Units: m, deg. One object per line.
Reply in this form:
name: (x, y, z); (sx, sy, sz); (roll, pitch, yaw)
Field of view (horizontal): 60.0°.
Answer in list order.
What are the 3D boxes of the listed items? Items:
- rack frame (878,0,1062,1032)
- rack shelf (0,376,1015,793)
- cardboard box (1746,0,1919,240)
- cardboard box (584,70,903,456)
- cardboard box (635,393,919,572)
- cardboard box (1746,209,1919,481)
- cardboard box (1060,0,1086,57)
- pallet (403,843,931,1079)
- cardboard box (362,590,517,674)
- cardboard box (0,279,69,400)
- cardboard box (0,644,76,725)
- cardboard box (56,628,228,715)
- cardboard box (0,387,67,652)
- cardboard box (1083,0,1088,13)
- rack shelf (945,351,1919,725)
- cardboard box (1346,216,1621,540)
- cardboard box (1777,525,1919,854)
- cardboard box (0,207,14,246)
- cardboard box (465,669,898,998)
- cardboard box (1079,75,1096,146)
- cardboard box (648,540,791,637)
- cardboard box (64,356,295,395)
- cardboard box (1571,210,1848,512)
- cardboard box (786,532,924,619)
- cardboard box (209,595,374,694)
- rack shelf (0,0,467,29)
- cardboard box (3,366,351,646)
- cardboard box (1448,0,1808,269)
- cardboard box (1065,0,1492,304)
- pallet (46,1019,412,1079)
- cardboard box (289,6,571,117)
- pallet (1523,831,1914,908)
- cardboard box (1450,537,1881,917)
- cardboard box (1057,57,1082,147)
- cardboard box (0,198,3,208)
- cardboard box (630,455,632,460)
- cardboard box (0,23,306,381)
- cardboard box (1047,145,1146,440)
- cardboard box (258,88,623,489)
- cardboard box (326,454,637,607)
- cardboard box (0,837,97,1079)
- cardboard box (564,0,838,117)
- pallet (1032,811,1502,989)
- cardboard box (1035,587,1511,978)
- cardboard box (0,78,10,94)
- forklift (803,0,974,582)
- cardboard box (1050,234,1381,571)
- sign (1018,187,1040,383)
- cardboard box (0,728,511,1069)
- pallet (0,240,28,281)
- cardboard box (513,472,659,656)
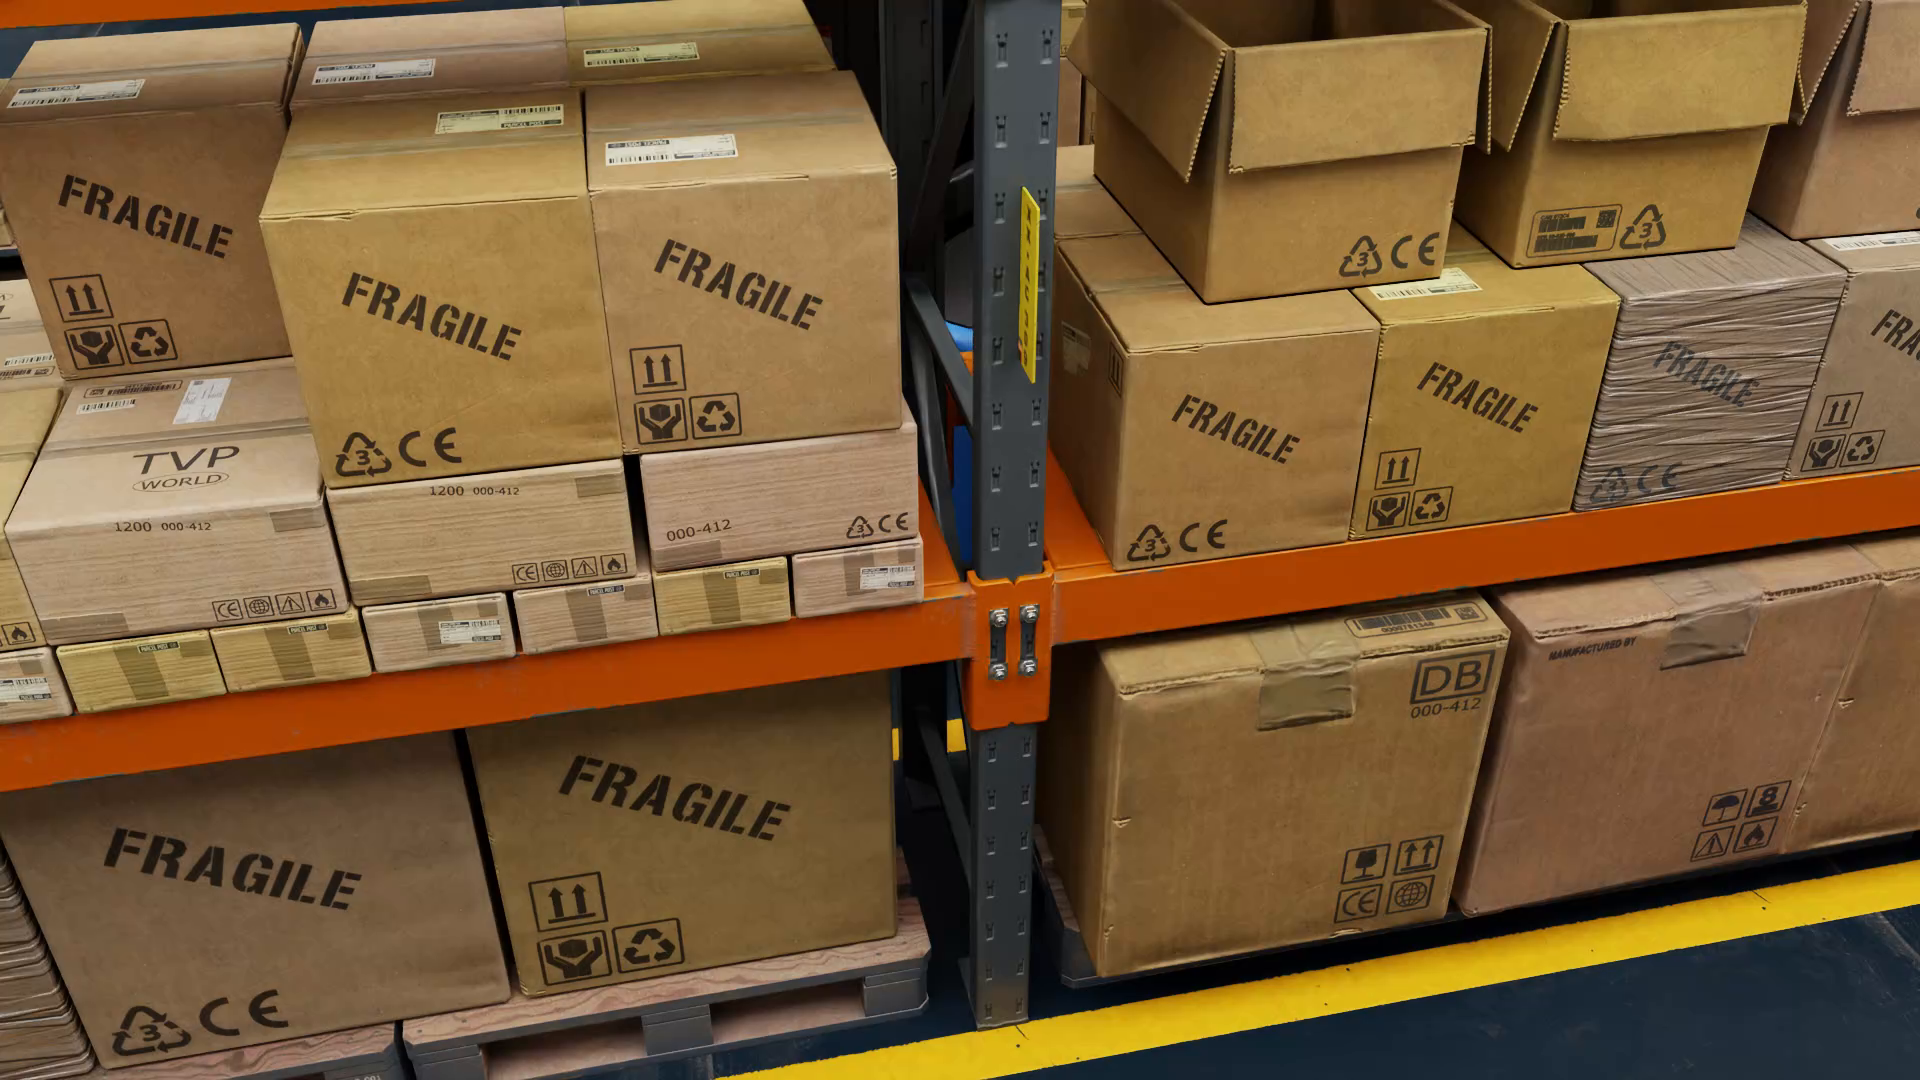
rack frame: (-0.006, -0.344, 3.571); (0.127, 3.000, 1.000); (-7, 35, -11)
rack shelf: (-1.957, 0.201, 3.405); (4.000, 0.370, 1.077); (-7, 35, -11)
cardboard box: (1.890, -1.048, 3.630); (0.637, 0.503, 0.797); (-6, 34, -9)
cardboard box: (-0.395, -0.515, 3.020); (0.500, 0.500, 0.500); (-6, 34, -9)
cardboard box: (-0.379, -0.208, 3.236); (0.500, 0.250, 0.500); (-8, 35, -11)
cardboard box: (1.979, -0.496, 3.708); (0.500, 0.500, 0.500); (-7, 34, -10)
cardboard box: (0.296, -2.514, 7.998); (0.500, 0.250, 0.500); (-6, 34, -9)
pallet: (-0.765, 0.865, 4.272); (1.213, 0.211, 1.003); (-7, 35, -11)
cardboard box: (-0.984, 0.071, 3.178); (0.250, 0.149, 0.380); (-7, 34, -10)
cardboard box: (-1.995, -0.308, 3.385); (0.500, 0.250, 0.500); (-7, 35, -10)
cardboard box: (-1.733, 0.165, 3.038); (0.250, 0.149, 0.380); (-7, 34, -10)
cardboard box: (-1.485, 0.134, 3.084); (0.250, 0.149, 0.380); (-8, 35, -11)
cardboard box: (-1.876, -0.020, 2.956); (0.500, 0.250, 0.500); (-8, 35, -11)
cardboard box: (0.795, -2.574, 8.088); (0.500, 0.250, 0.500); (-6, 34, -9)
rack shelf: (1.945, -0.291, 4.137); (4.000, 0.370, 1.077); (-7, 35, -11)
cardboard box: (0.988, -0.368, 3.517); (0.500, 0.500, 0.500); (-7, 35, -10)
cardboard box: (2.347, 0.051, 4.512); (0.875, 0.875, 1.225); (-7, 35, -10)
cardboard box: (-4.322, -1.441, 7.388); (0.250, 0.149, 0.380); (-7, 34, -10)
cardboard box: (-0.667, 0.402, 3.990); (0.875, 0.875, 0.875); (-7, 35, -11)
cardboard box: (0.801, -2.273, 8.311); (0.500, 0.500, 0.500); (-7, 34, -10)
cardboard box: (-0.483, 0.008, 3.272); (0.250, 0.149, 0.380); (-7, 34, -10)
cardboard box: (-1.512, -0.365, 3.469); (0.500, 0.250, 0.500); (-6, 34, -9)
cardboard box: (1.476, -0.430, 3.609); (0.500, 0.500, 0.500); (-8, 35, -12)
cardboard box: (-0.231, -0.024, 3.319); (0.250, 0.149, 0.380); (-7, 34, -10)
cardboard box: (-1.235, 0.103, 3.131); (0.250, 0.149, 0.380); (-7, 34, -10)
rack shelf: (-2.952, -2.508, 7.440); (4.000, 0.370, 1.077); (-7, 35, -11)
cardboard box: (-1.381, -0.080, 3.046); (0.500, 0.250, 0.500); (-7, 34, -10)
cardboard box: (1.287, -0.963, 3.503); (0.637, 0.503, 0.797); (-7, 34, -10)
cardboard box: (0.615, -0.885, 3.387); (0.637, 0.503, 0.797); (-8, 35, -12)
pallet: (-1.957, 1.017, 4.045); (1.213, 0.211, 1.003); (-7, 35, -11)
cardboard box: (-1.012, -0.740, 3.356); (0.500, 0.500, 0.500); (-7, 35, -11)
pallet: (1.922, 0.526, 4.776); (1.213, 0.211, 1.003); (-7, 35, -11)
cardboard box: (1.485, 0.164, 4.343); (0.875, 0.875, 1.225); (-8, 35, -12)
cardboard box: (0.293, -2.201, 8.205); (0.500, 0.500, 0.500); (-6, 34, -8)
cardboard box: (-4.335, -1.599, 7.356); (0.250, 0.149, 0.380); (-6, 34, -9)
cardboard box: (-0.881, -0.319, 3.759); (0.250, 0.149, 0.380); (-6, 34, -9)
cardboard box: (-1.518, -0.674, 3.257); (0.500, 0.500, 0.500); (-8, 35, -12)
cardboard box: (0.390, -0.591, 3.850); (0.500, 0.500, 0.500); (-7, 35, -10)
cardboard box: (-0.885, -0.455, 2.931); (0.500, 0.500, 0.500); (-7, 34, -10)
cardboard box: (-0.883, -0.143, 3.139); (0.500, 0.250, 0.500); (-6, 34, -9)
cardboard box: (-2.413, 0.622, 3.662); (0.875, 0.875, 0.875); (-7, 35, -11)
cardboard box: (-0.530, -0.797, 3.440); (0.500, 0.500, 0.500); (-7, 35, -11)
pallet: (0.730, 0.678, 4.550); (1.213, 0.211, 1.003); (-7, 35, -11)
cardboard box: (0.614, 0.274, 4.179); (0.875, 0.875, 1.225); (-7, 35, -10)
cardboard box: (-4.443, -2.001, 7.687); (0.250, 0.149, 0.380); (-7, 34, -10)
forklift: (-0.579, -1.449, 5.278); (3.031, 2.935, 1.130); (20, 39, 27)
cardboard box: (0.498, -0.306, 3.425); (0.500, 0.500, 0.500); (-7, 35, -10)
sign: (0.118, -0.435, 2.858); (0.005, 0.325, 0.100); (-7, 35, -11)
cardboard box: (-1.545, 0.512, 3.825); (0.875, 0.875, 0.875); (-7, 35, -11)
pallet: (-4.029, -1.492, 7.785); (1.213, 0.211, 1.003); (-7, 35, -11)
cardboard box: (-0.733, 0.039, 3.225); (0.250, 0.149, 0.380); (-8, 35, -11)
